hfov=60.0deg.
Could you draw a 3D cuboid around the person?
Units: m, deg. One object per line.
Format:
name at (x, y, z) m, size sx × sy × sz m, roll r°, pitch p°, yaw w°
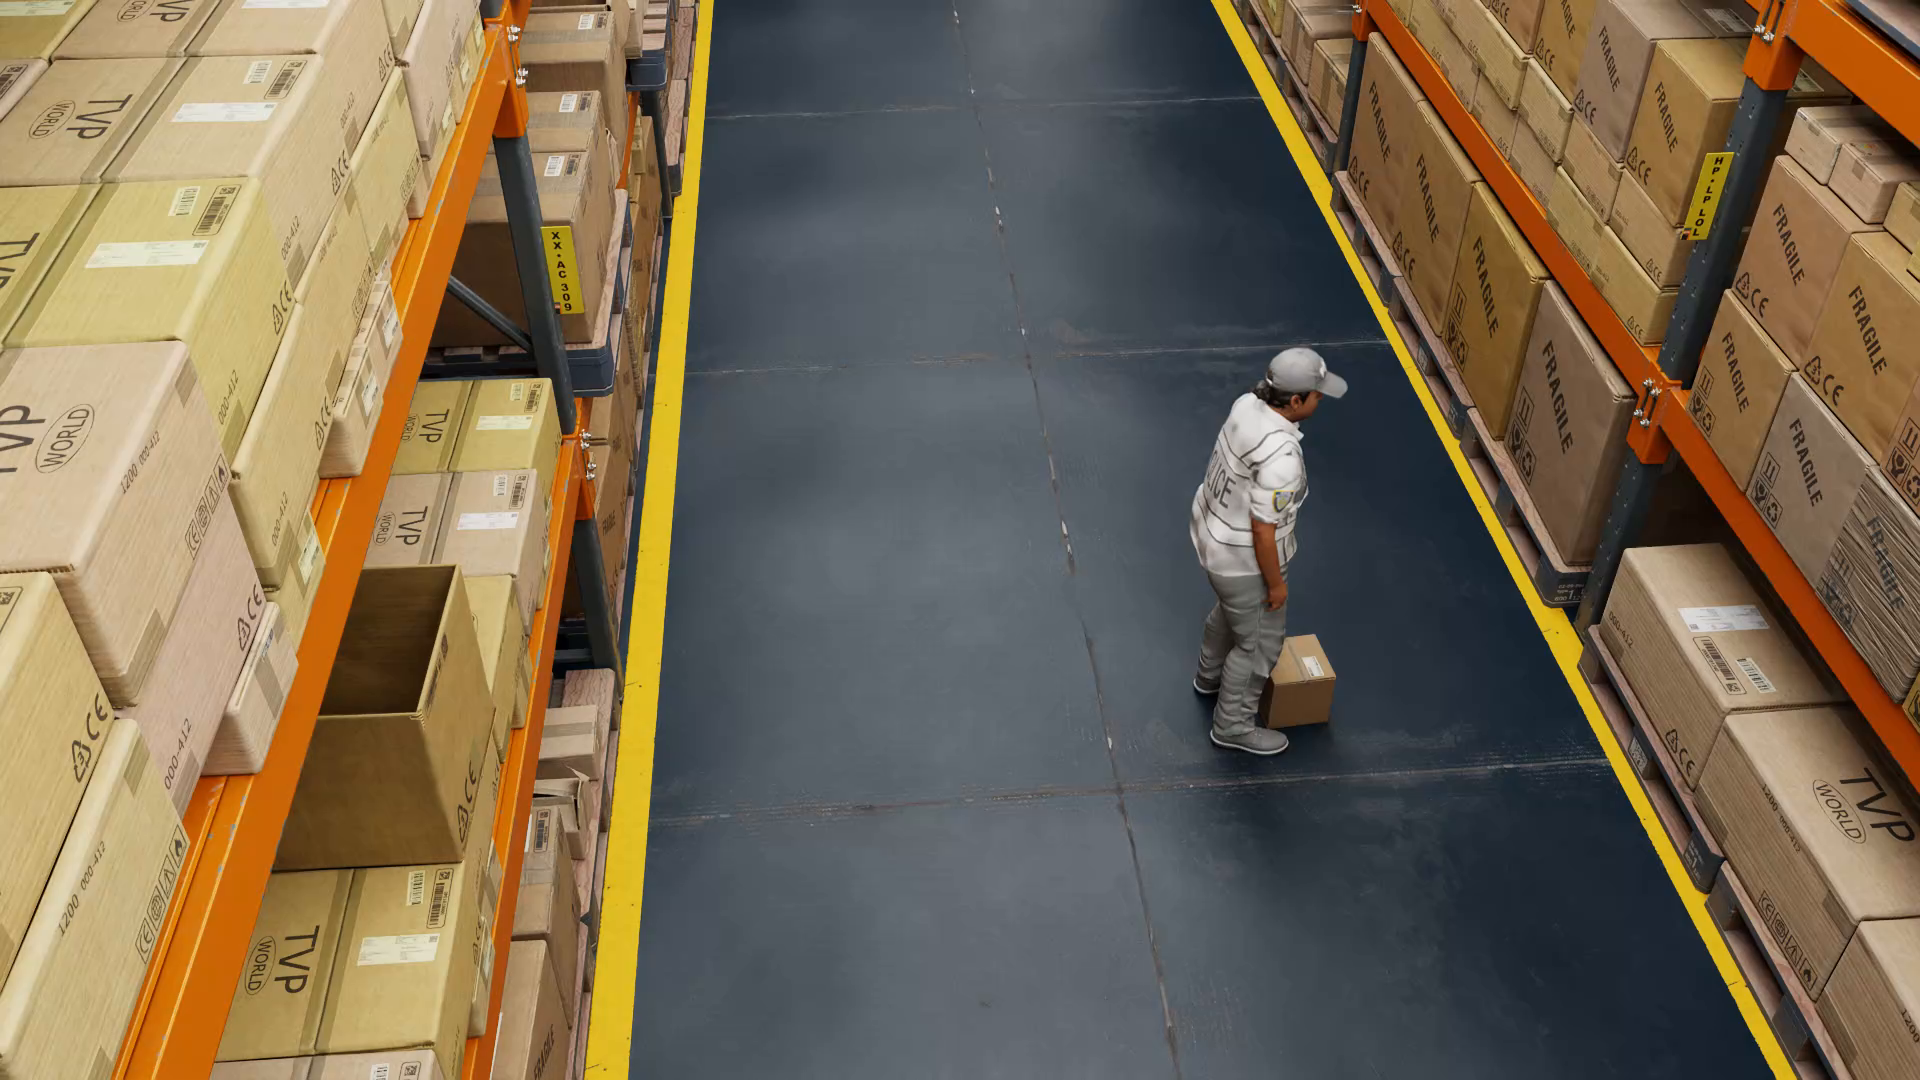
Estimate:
person at (1.095, 0.030, 6.113) m, size 0.468 × 1.666 × 0.541 m, roll -3°, pitch 39°, yaw -4°
